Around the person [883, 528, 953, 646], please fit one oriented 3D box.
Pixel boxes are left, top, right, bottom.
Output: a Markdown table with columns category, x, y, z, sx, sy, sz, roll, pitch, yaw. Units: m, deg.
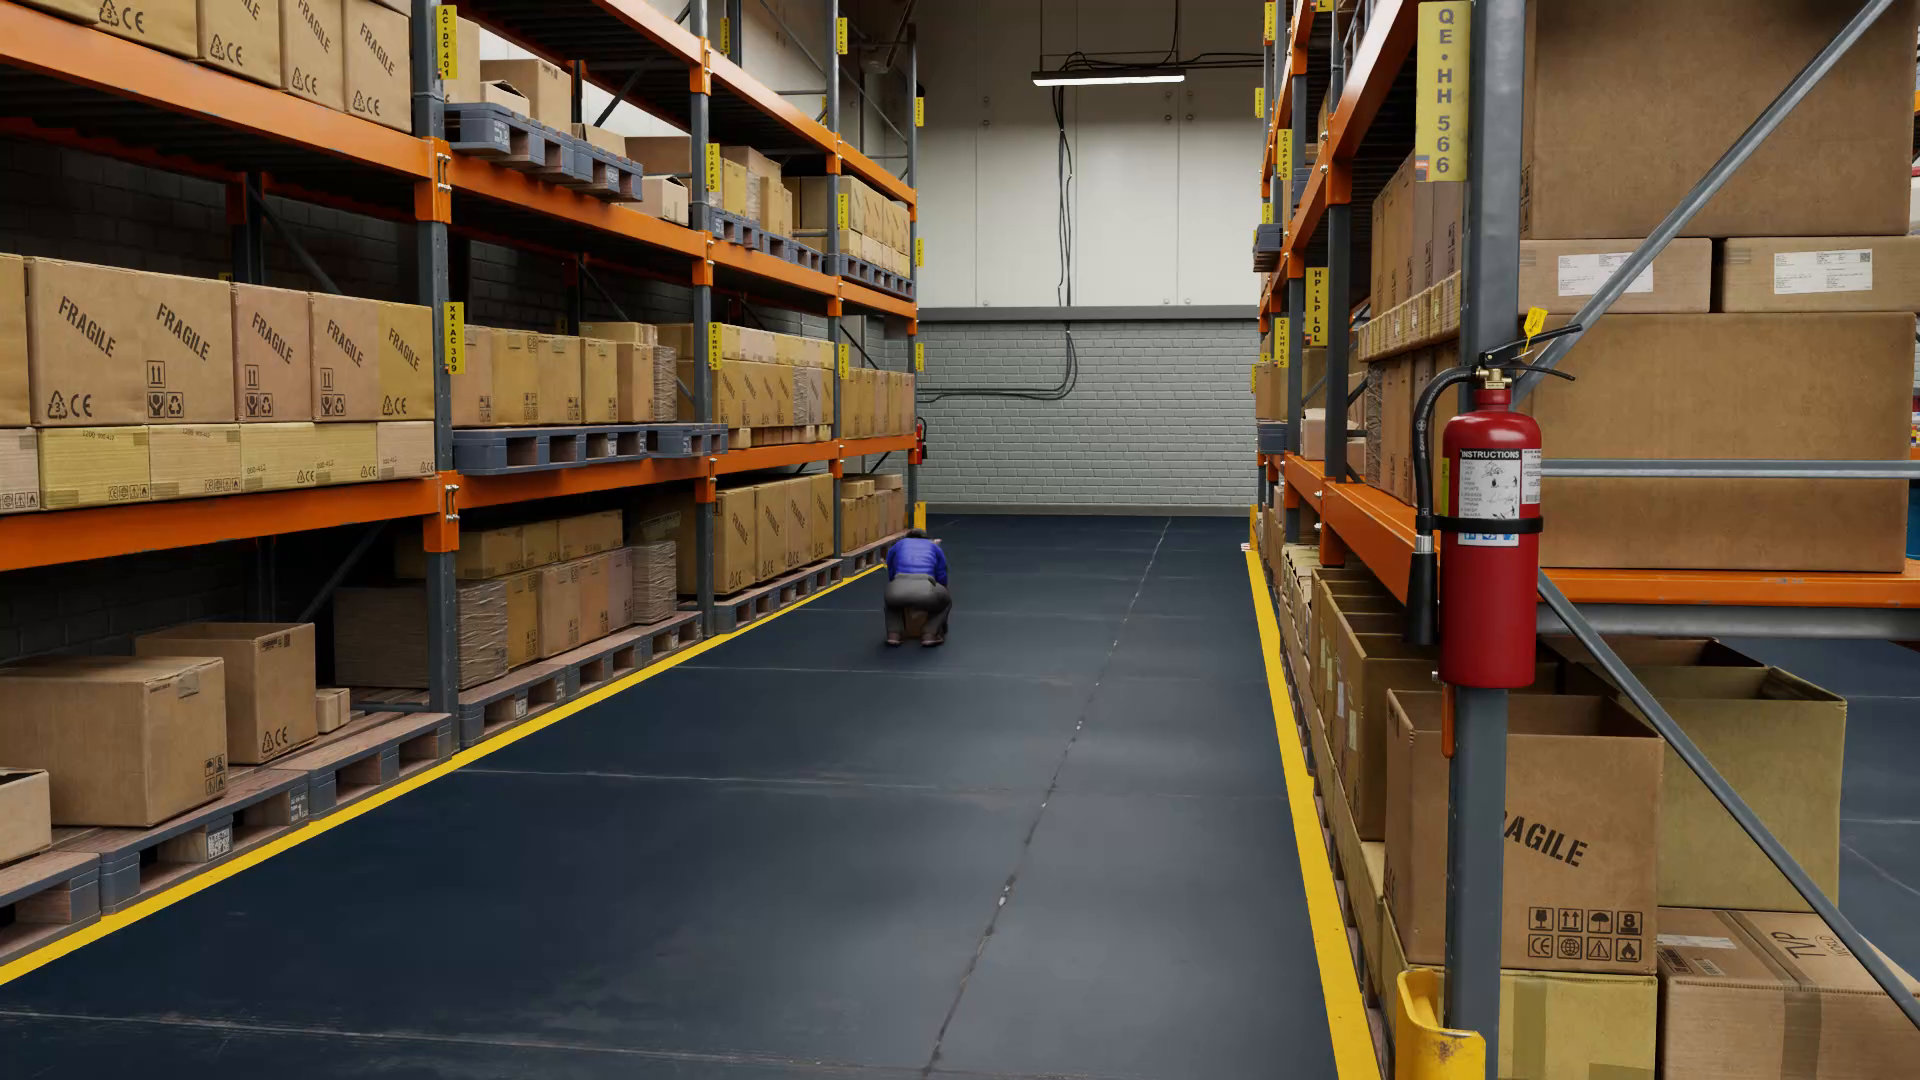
| category | x | y | z | sx | sy | sz | roll | pitch | yaw |
| --- | --- | --- | --- | --- | --- | --- | --- | --- | --- |
| person | -0.301 | 0.338 | 11.520 | 0.479 | 0.807 | 0.823 | 1 | 5 | 9 |
